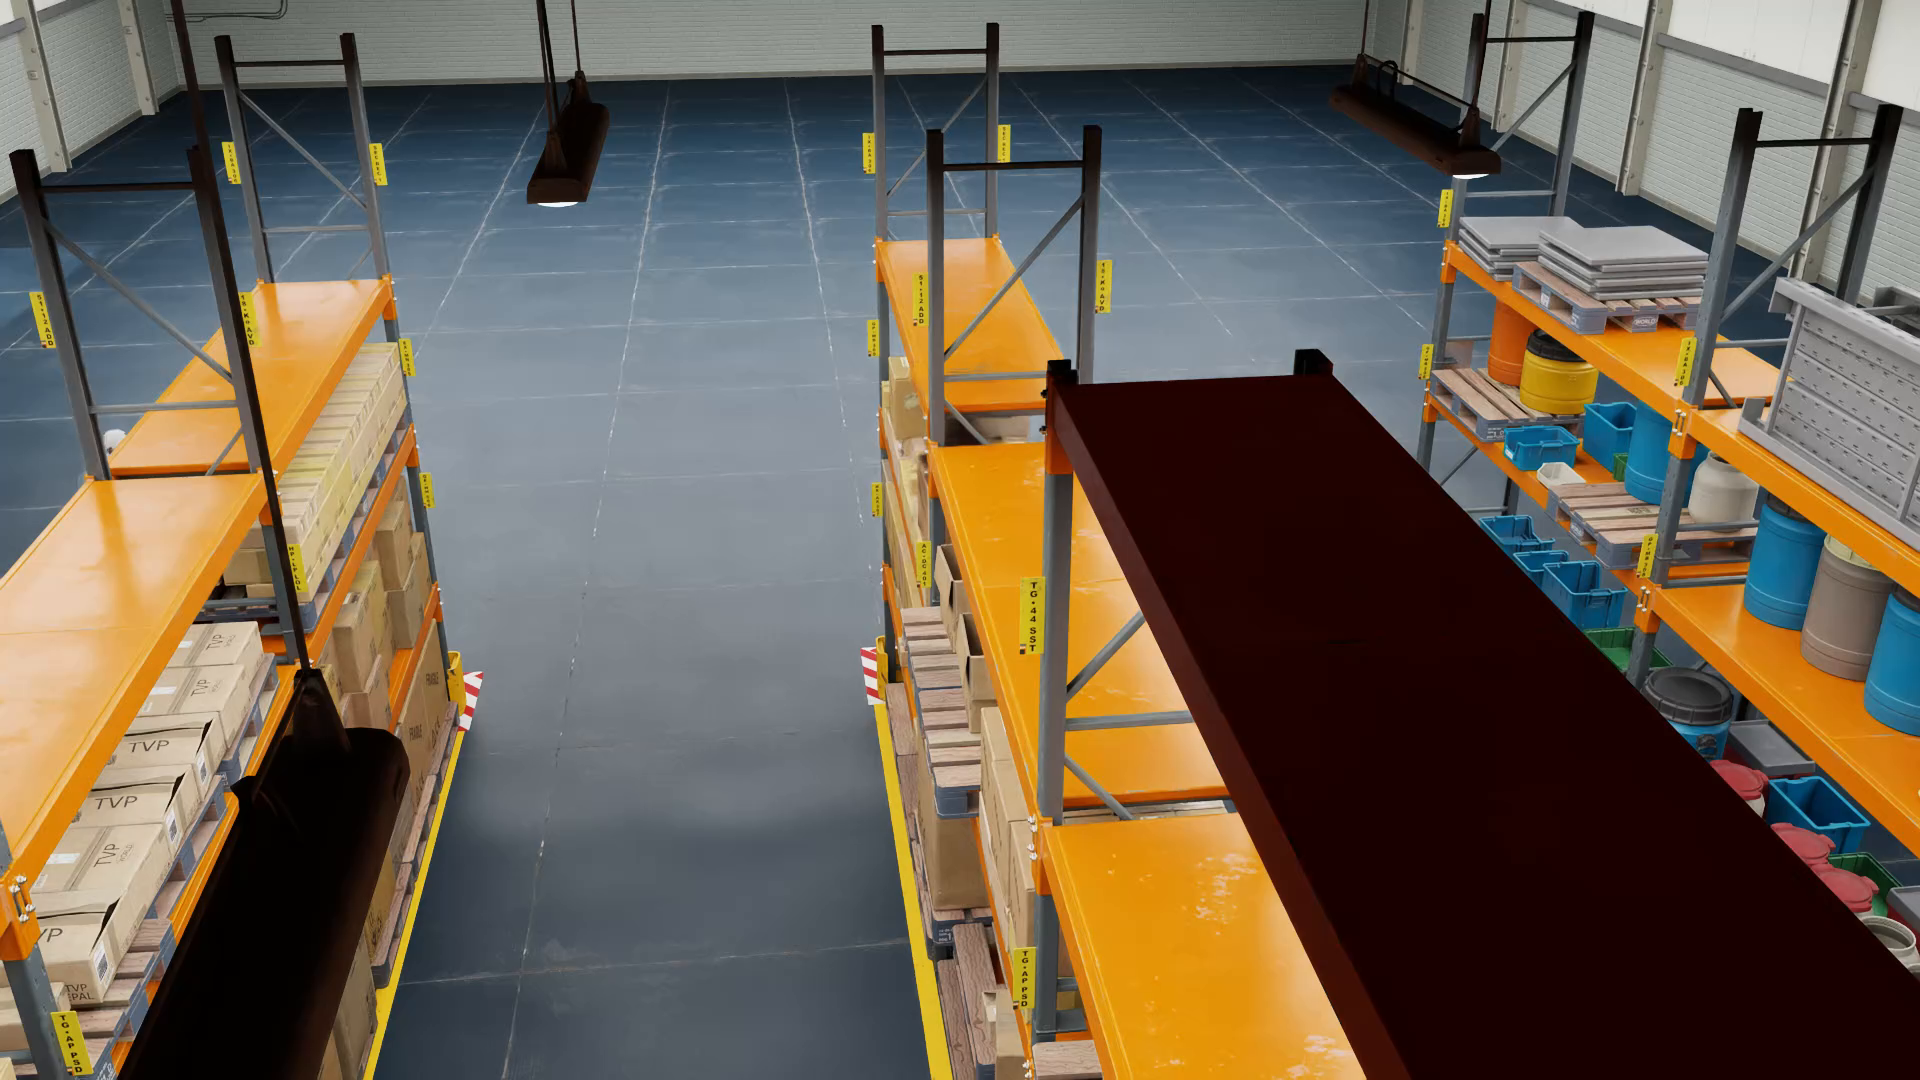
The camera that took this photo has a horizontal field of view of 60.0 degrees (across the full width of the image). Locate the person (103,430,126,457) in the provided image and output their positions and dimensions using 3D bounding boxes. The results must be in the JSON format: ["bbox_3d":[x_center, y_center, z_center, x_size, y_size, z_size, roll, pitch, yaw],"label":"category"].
[{"bbox_3d":[-8.524,-0.315,17.134,0.395,1.801,0.640,-22,33,-38],"label":"person"}]
